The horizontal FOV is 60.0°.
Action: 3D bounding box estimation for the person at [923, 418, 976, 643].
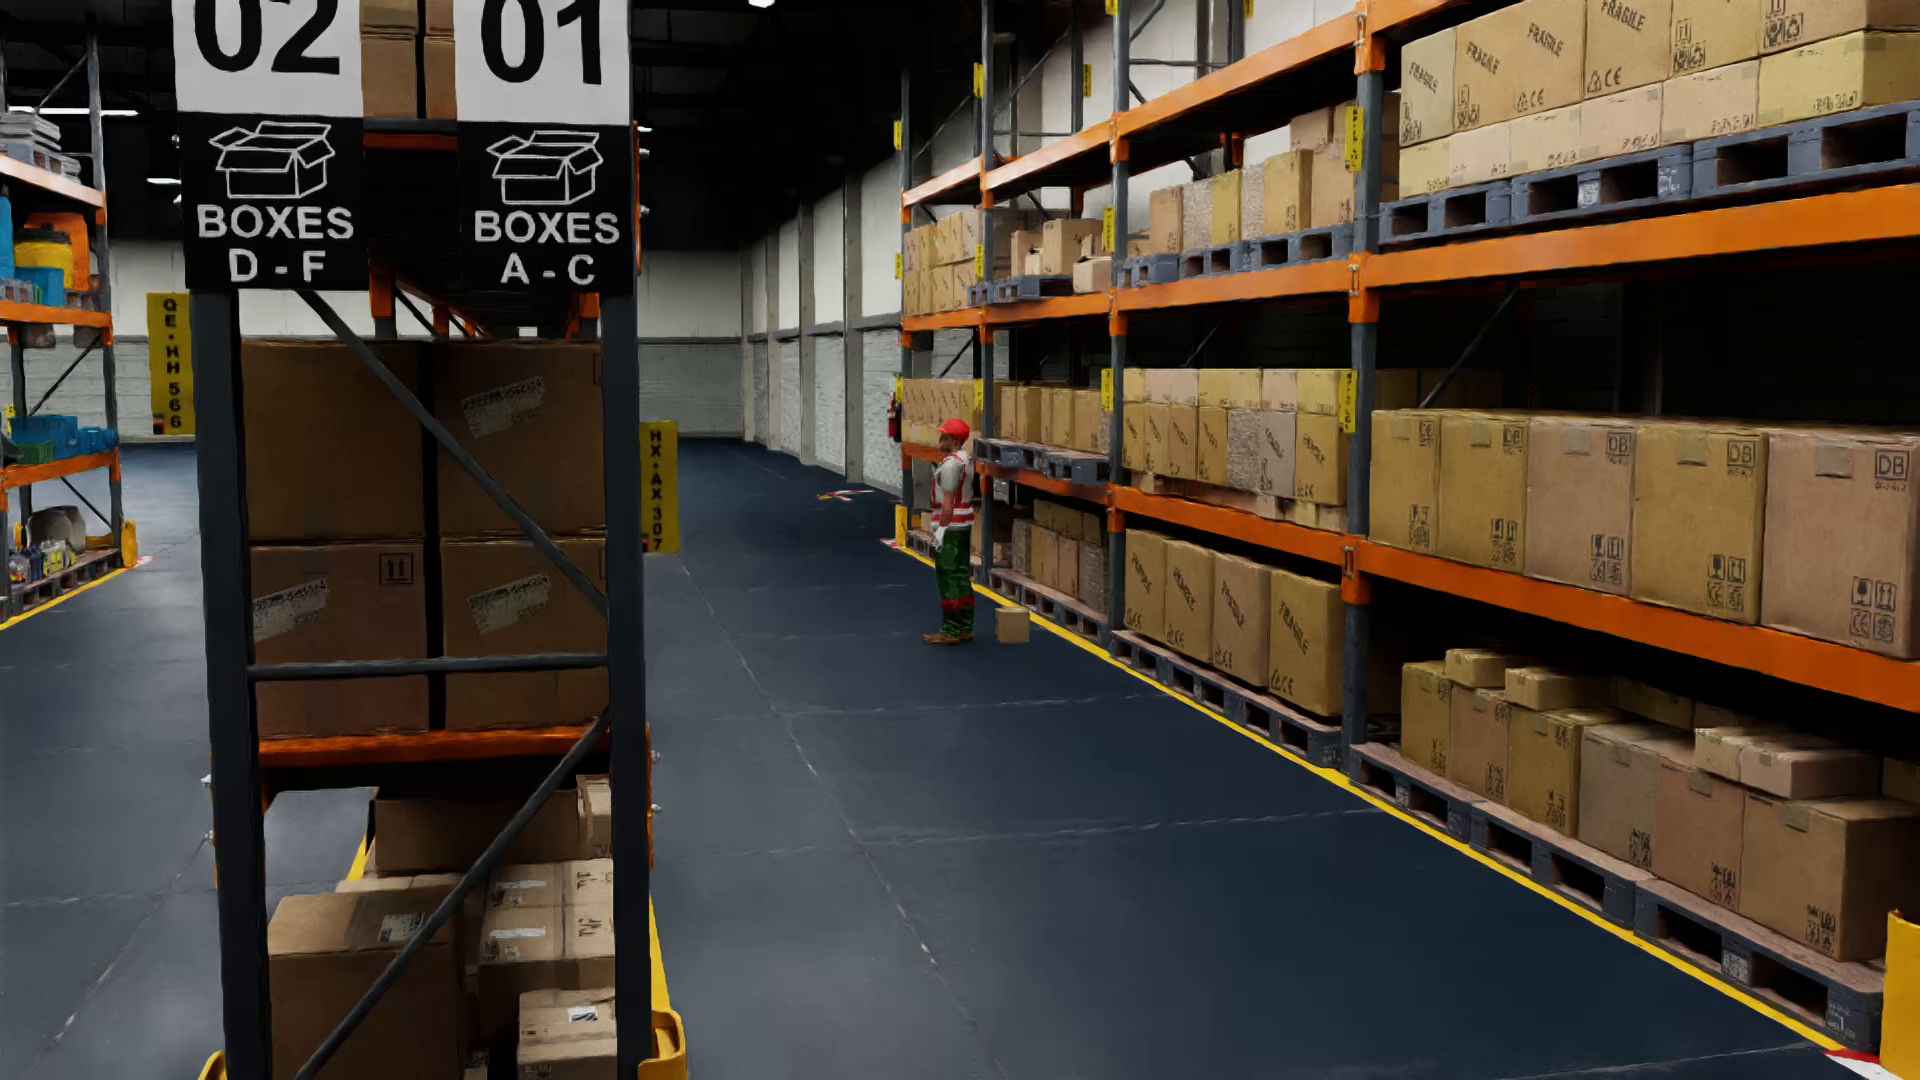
[{"bbox_3d":[-0.076,-0.085,13.408,0.354,1.800,0.539,2,6,21],"label":"person"}]
